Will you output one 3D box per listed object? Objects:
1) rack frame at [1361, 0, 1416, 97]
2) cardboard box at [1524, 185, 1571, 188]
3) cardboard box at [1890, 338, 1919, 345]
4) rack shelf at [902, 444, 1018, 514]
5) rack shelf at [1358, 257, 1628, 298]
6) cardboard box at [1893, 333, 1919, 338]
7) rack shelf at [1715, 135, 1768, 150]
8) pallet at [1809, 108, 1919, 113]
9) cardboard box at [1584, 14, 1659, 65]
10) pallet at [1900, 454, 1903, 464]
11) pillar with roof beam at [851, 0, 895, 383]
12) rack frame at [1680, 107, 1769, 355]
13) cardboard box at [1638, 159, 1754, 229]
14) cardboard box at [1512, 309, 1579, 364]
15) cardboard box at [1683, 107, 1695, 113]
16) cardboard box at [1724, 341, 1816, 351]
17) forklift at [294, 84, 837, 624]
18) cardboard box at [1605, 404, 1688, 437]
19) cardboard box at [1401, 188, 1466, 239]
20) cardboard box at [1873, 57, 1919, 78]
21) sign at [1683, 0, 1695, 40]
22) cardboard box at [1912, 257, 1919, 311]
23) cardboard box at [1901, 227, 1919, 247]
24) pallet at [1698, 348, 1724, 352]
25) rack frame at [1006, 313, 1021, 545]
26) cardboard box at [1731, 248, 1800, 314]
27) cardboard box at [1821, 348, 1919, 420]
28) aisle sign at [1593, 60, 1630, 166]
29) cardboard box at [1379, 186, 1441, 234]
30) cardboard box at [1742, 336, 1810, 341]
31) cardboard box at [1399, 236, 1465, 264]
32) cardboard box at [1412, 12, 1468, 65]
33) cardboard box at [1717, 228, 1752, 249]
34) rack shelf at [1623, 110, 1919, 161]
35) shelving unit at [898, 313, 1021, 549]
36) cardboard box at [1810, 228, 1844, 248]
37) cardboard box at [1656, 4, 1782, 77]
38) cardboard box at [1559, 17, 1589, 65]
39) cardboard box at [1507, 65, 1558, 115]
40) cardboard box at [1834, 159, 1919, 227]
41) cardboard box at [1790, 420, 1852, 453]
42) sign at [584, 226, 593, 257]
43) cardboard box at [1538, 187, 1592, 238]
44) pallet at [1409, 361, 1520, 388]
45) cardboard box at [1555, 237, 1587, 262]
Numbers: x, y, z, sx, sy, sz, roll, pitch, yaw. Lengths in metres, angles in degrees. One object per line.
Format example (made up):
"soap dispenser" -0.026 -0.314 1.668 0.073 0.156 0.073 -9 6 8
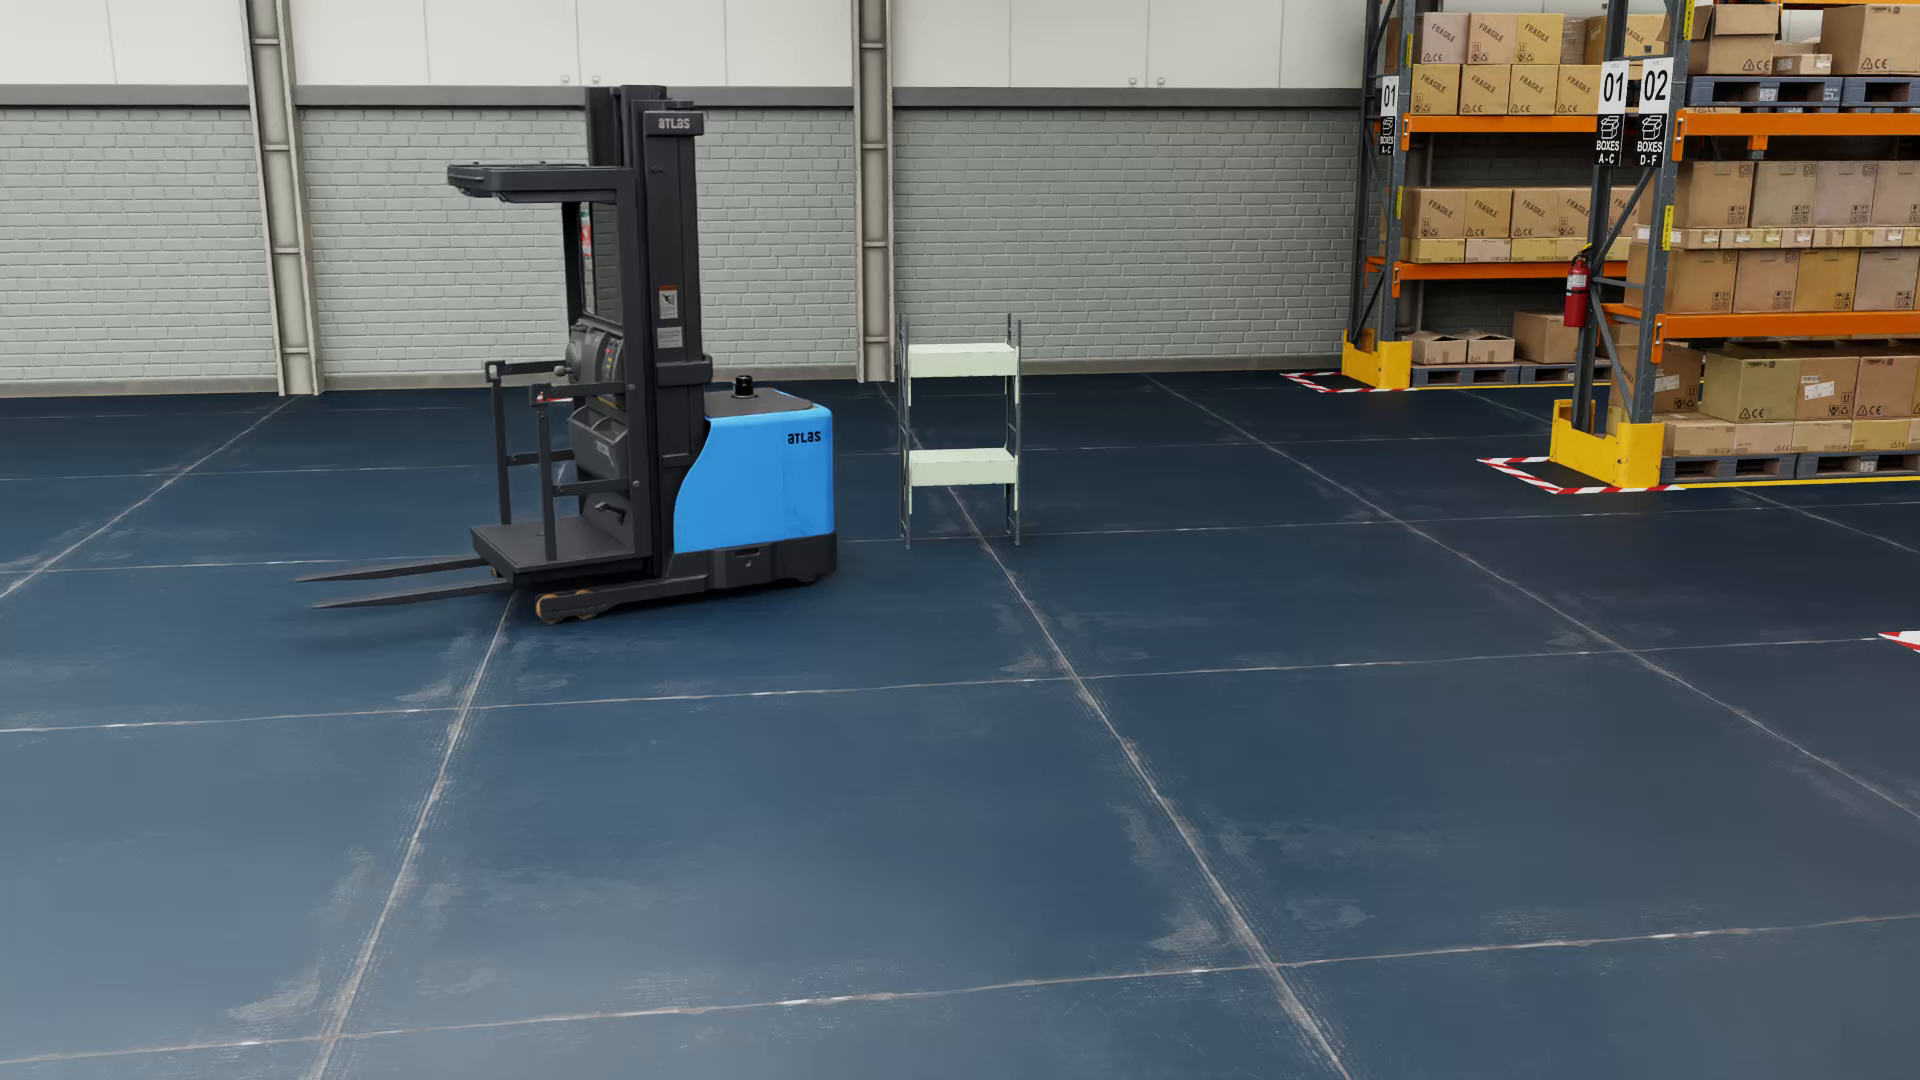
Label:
"rack frame" 4.448 -6.099 17.043 0.127 3.000 1.000 -2 14 -8
"cardboard box" 6.390 -3.612 18.184 0.500 0.500 0.500 -2 14 -8
"cardboard box" 8.146 -1.415 13.946 0.500 0.500 0.500 -2 14 -8
"rack shelf" -0.007 -0.411 11.118 0.720 0.370 0.431 -2 14 -8
"rack shelf" 6.425 -2.913 18.149 4.000 0.370 1.077 -2 14 -8
"cardboard box" 10.640 -2.426 18.964 0.500 0.500 0.700 -2 14 -9
"rack shelf" 10.381 -4.513 18.363 4.000 0.370 1.077 -2 14 -8
"pallet" 10.055 -4.733 18.149 1.003 0.211 1.213 -2 14 -8
"cardboard box" 6.893 -5.205 17.343 0.500 0.500 0.500 -3 14 -10
"pallet" 8.352 -0.772 13.865 1.213 0.211 1.003 -2 14 -8
"pillar with roof beam" -0.281 -5.080 12.978 0.400 9.000 9.100 -2 14 -8
"rack frame" 8.403 -3.334 18.351 0.127 3.000 1.000 -2 14 -8
"cardboard box" 5.705 -2.691 12.915 0.500 0.500 0.700 -2 14 -8
"cardboard box" 6.442 -2.229 18.178 0.500 0.500 0.700 -3 14 -12
"cardboard box" 7.439 -4.754 17.601 0.500 0.500 0.500 -3 14 -13
"cardboard box" 6.662 -1.362 13.736 0.500 0.500 0.500 -2 14 -8
"forklift" -2.294 -1.096 9.568 3.031 2.935 1.130 -8 16 -28
"cardboard box" 5.676 -0.958 13.667 0.500 0.250 0.500 -2 14 -8
"cardboard box" 4.965 -3.435 17.478 0.500 0.500 0.500 -2 14 -8
"cardboard box" 7.498 -3.890 13.038 0.637 0.503 0.797 -1 14 -2
"sign" 5.266 -3.782 12.008 0.005 0.325 0.100 -2 14 -8
"cardboard box" 7.690 -2.136 13.367 0.500 0.500 0.700 -2 14 -7
"cardboard box" 7.390 -2.389 13.041 0.250 0.149 0.380 -2 14 -6
"pallet" 9.173 -2.010 18.804 1.213 0.211 1.003 -2 14 -8
"rack frame" 0.355 -0.740 11.091 0.023 1.500 0.400 -2 14 -8
"cardboard box" 6.172 -2.080 13.146 0.500 0.500 0.700 -2 14 -7
"cardboard box" 7.237 -1.251 13.293 0.500 0.500 0.500 -2 14 -8
"aisle sign" 5.081 -3.327 12.978 0.004 0.787 0.394 -2 14 -8
"cardboard box" 4.882 -3.558 17.970 0.500 0.500 0.500 -2 14 -9
"cardboard box" 9.128 -2.366 18.724 0.500 0.500 0.700 -2 14 -6
"cardboard box" 4.978 -3.068 17.555 0.500 0.250 0.500 -3 14 -10
"cardboard box" 4.865 -5.143 17.095 0.500 0.500 0.500 -3 14 -12
"cardboard box" 5.870 -2.334 12.822 0.250 0.149 0.380 -2 14 -10
"rack shelf" 7.167 -3.176 13.034 4.000 0.370 1.077 -2 14 -8
"shelving unit" -0.007 -0.727 11.038 0.755 1.500 0.431 -2 14 -8
"cardboard box" 6.630 -2.361 12.932 0.250 0.149 0.380 -3 14 -10
"cardboard box" 5.758 -3.794 12.656 0.637 0.503 0.797 -1 14 -4
"cardboard box" 6.362 -5.317 17.790 0.500 0.500 0.500 -2 14 -8
"cardboard box" 5.865 -4.685 17.324 0.500 0.500 0.500 -1 14 -6
"cardboard box" 7.218 -2.749 13.142 0.500 0.500 0.700 -2 14 -8
"cardboard box" 6.741 -0.871 13.317 0.500 0.250 0.500 -2 14 -8
"sign" -3.933 -3.147 17.531 0.234 0.329 0.001 -2 14 -8
"cardboard box" 6.475 -3.489 17.695 0.500 0.500 0.500 -2 14 -7
"pallet" 5.332 -1.861 18.207 1.213 0.211 1.003 -2 14 -8
"cardboard box" 6.494 -3.125 17.782 0.500 0.250 0.500 -2 14 -8
